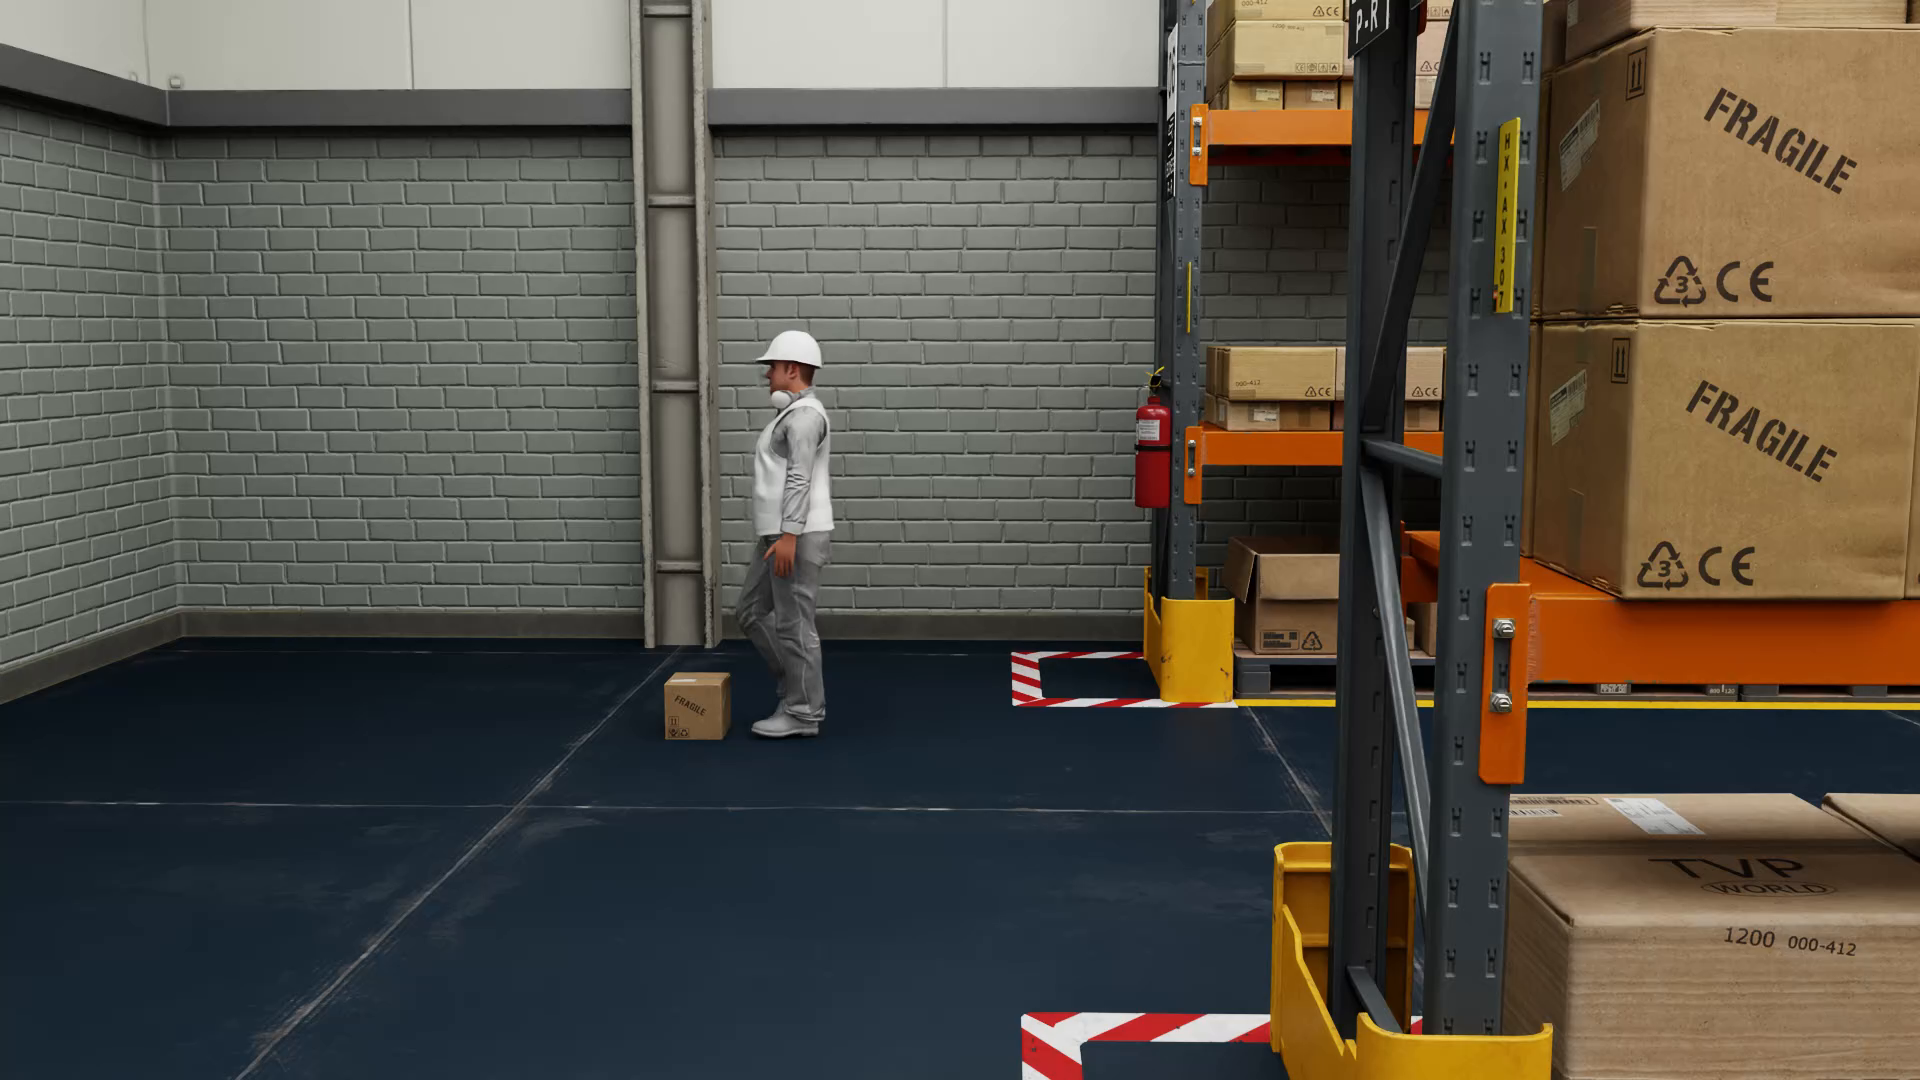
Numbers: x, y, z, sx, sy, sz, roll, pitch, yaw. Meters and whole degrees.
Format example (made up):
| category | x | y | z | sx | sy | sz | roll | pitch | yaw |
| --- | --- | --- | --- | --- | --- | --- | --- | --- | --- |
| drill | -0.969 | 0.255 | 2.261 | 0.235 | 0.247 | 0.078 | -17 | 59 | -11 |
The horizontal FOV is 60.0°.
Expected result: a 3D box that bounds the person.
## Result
| category | x | y | z | sx | sy | sz | roll | pitch | yaw |
| --- | --- | --- | --- | --- | --- | --- | --- | --- | --- |
| person | -0.765 | -0.009 | 7.278 | 0.431 | 1.800 | 0.577 | -1 | 7 | -9 |
